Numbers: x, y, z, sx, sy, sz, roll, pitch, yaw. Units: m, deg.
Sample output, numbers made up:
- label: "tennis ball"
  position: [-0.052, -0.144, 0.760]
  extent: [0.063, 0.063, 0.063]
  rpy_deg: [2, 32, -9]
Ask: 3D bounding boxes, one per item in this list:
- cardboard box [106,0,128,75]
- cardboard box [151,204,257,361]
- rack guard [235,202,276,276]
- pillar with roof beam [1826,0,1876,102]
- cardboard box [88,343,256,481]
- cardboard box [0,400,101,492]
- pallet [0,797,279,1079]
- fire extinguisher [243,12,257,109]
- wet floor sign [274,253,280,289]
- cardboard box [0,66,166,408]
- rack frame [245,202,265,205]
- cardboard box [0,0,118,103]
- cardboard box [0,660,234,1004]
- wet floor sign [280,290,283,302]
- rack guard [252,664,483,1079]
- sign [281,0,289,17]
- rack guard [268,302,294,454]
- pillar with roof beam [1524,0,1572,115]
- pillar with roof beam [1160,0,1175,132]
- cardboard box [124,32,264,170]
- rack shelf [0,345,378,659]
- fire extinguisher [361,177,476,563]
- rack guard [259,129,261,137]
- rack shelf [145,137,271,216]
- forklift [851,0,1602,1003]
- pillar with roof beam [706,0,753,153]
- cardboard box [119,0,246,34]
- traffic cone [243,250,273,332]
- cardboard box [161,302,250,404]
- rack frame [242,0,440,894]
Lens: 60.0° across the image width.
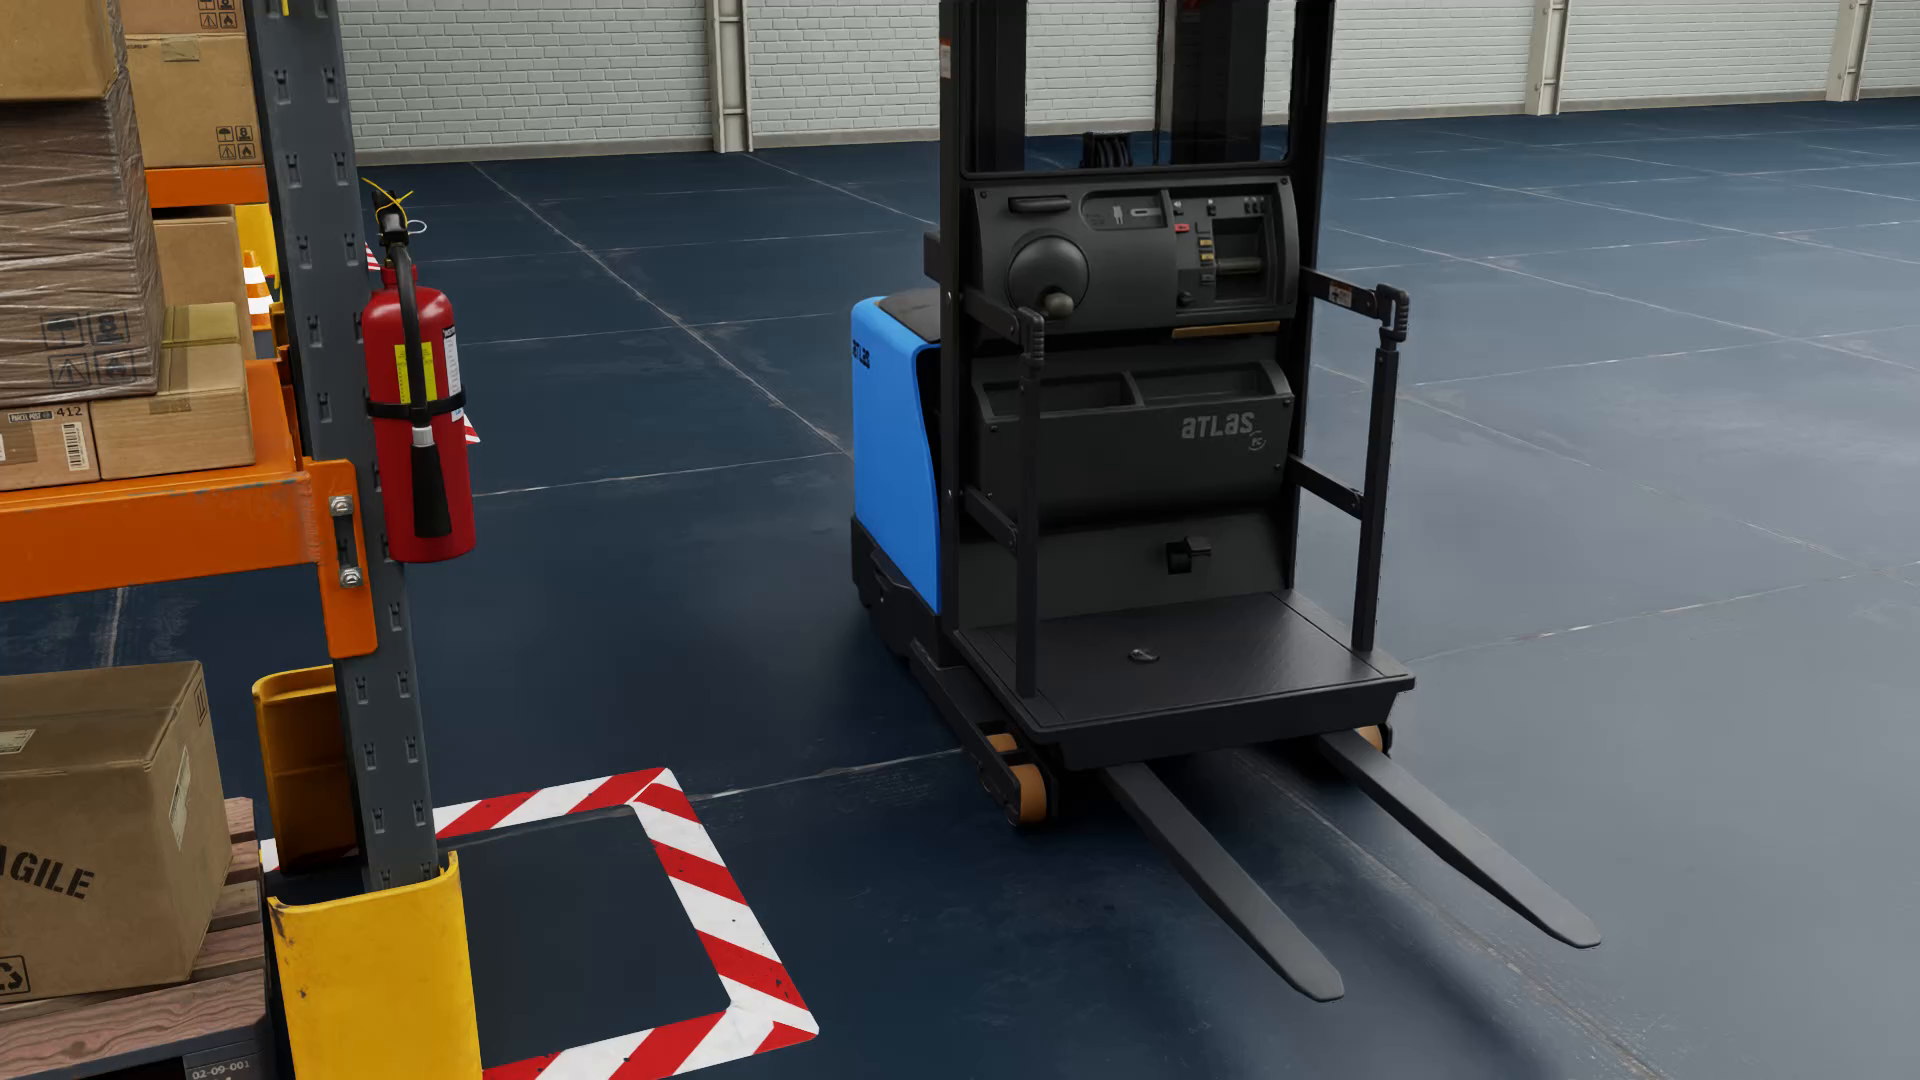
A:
- label: "cardboard box"
  position: [-1.885, -1.133, 3.119]
  extent: [0.500, 0.500, 0.500]
  rpy_deg: [-8, 21, -22]
- label: "cardboard box"
  position: [-3.740, -1.075, 7.626]
  extent: [0.875, 0.875, 0.875]
  rpy_deg: [-8, 21, -22]
- label: "rack guard"
  position: [-5.267, -2.296, 12.290]
  extent: [0.348, 0.500, 1.175]
  rpy_deg: [-8, 21, -22]
- label: "pillar with roof beam"
  position: [15.579, -9.855, 20.963]
  extent: [0.400, 9.000, 9.100]
  rpy_deg: [-8, 21, -22]
- label: "cardboard box"
  position: [-1.452, -0.244, 3.077]
  extent: [0.250, 0.149, 0.380]
  rpy_deg: [-8, 21, -22]
- label: "cardboard box"
  position: [-1.682, -0.211, 2.984]
  extent: [0.250, 0.149, 0.380]
  rpy_deg: [-8, 21, -22]
- label: "pallet"
  position: [-2.102, 0.959, 3.482]
  extent: [1.213, 0.211, 1.003]
  rpy_deg: [-8, 21, -22]
- label: "fire extinguisher"
  position: [-4.910, -3.323, 11.560]
  extent: [0.183, 0.674, 0.296]
  rpy_deg: [-8, 21, -22]
- label: "wet floor sign"
  position: [-4.599, -2.073, 11.438]
  extent: [0.232, 0.644, 0.267]
  rpy_deg: [-1, 19, -3]
- label: "cardboard box"
  position: [-1.788, -0.586, 3.072]
  extent: [0.500, 0.500, 0.875]
  rpy_deg: [-8, 21, -22]
- label: "rack frame"
  position: [-5.197, -3.485, 11.903]
  extent: [0.127, 3.000, 1.000]
  rpy_deg: [-8, 21, -22]
- label: "cardboard box"
  position: [-1.679, -0.974, 2.668]
  extent: [0.500, 0.500, 0.500]
  rpy_deg: [-8, 21, -22]
- label: "cardboard box"
  position: [-1.852, 0.595, 3.447]
  extent: [0.500, 0.500, 0.500]
  rpy_deg: [-4, 20, -12]
- label: "wet floor sign"
  position: [-3.902, -1.486, 9.770]
  extent: [0.232, 0.644, 0.267]
  rpy_deg: [-12, 23, -31]
- label: "rack guard"
  position: [-1.342, 0.726, 3.707]
  extent: [0.348, 0.500, 1.175]
  rpy_deg: [-8, 21, -22]
- label: "sign"
  position: [-1.071, -0.986, 2.587]
  extent: [0.005, 0.325, 0.100]
  rpy_deg: [-8, 21, -22]
- label: "rack guard"
  position: [-3.122, -0.813, 8.078]
  extent: [0.348, 0.500, 1.175]
  rpy_deg: [-8, 21, -22]
- label: "pillar with roof beam"
  position: [10.070, -9.066, 18.721]
  extent: [0.400, 9.000, 9.100]
  rpy_deg: [-8, 21, -22]
- label: "pillar with roof beam"
  position: [4.560, -8.277, 16.480]
  extent: [0.400, 9.000, 9.100]
  rpy_deg: [-8, 21, -22]
- label: "cardboard box"
  position: [-3.467, -1.997, 7.451]
  extent: [0.550, 0.550, 0.875]
  rpy_deg: [-8, 21, -22]
- label: "rack shelf"
  position: [-3.108, 0.140, 2.692]
  extent: [4.000, 0.370, 1.077]
  rpy_deg: [-8, 21, -22]
- label: "fire extinguisher"
  position: [-0.984, -0.301, 2.977]
  extent: [0.183, 0.674, 0.296]
  rpy_deg: [-8, 21, -22]
- label: "rack guard"
  position: [-7.145, -3.822, 16.625]
  extent: [0.348, 0.500, 1.175]
  rpy_deg: [-8, 21, -22]
- label: "rack shelf"
  position: [-4.980, -1.386, 7.026]
  extent: [4.000, 0.370, 1.077]
  rpy_deg: [-8, 21, -22]
- label: "forklift"
  position: [0.556, -0.777, 4.316]
  extent: [1.130, 2.935, 3.031]
  rpy_deg: [-6, 20, -17]
- label: "pillar with roof beam"
  position: [-0.949, -7.488, 14.238]
  extent: [0.400, 9.000, 9.100]
  rpy_deg: [-8, 21, -22]
- label: "cardboard box"
  position: [-3.500, -2.532, 7.344]
  extent: [0.550, 0.550, 0.875]
  rpy_deg: [-8, 21, -22]
- label: "traffic cone"
  position: [-4.329, -1.545, 10.212]
  extent: [0.334, 0.463, 0.336]
  rpy_deg: [-8, 21, -22]
- label: "cardboard box"
  position: [-1.628, -0.380, 3.462]
  extent: [0.250, 0.149, 0.380]
  rpy_deg: [-8, 21, -22]
- label: "rack frame"
  position: [-1.272, -0.463, 3.320]
  extent: [0.127, 3.000, 1.000]
  rpy_deg: [-8, 21, -22]
